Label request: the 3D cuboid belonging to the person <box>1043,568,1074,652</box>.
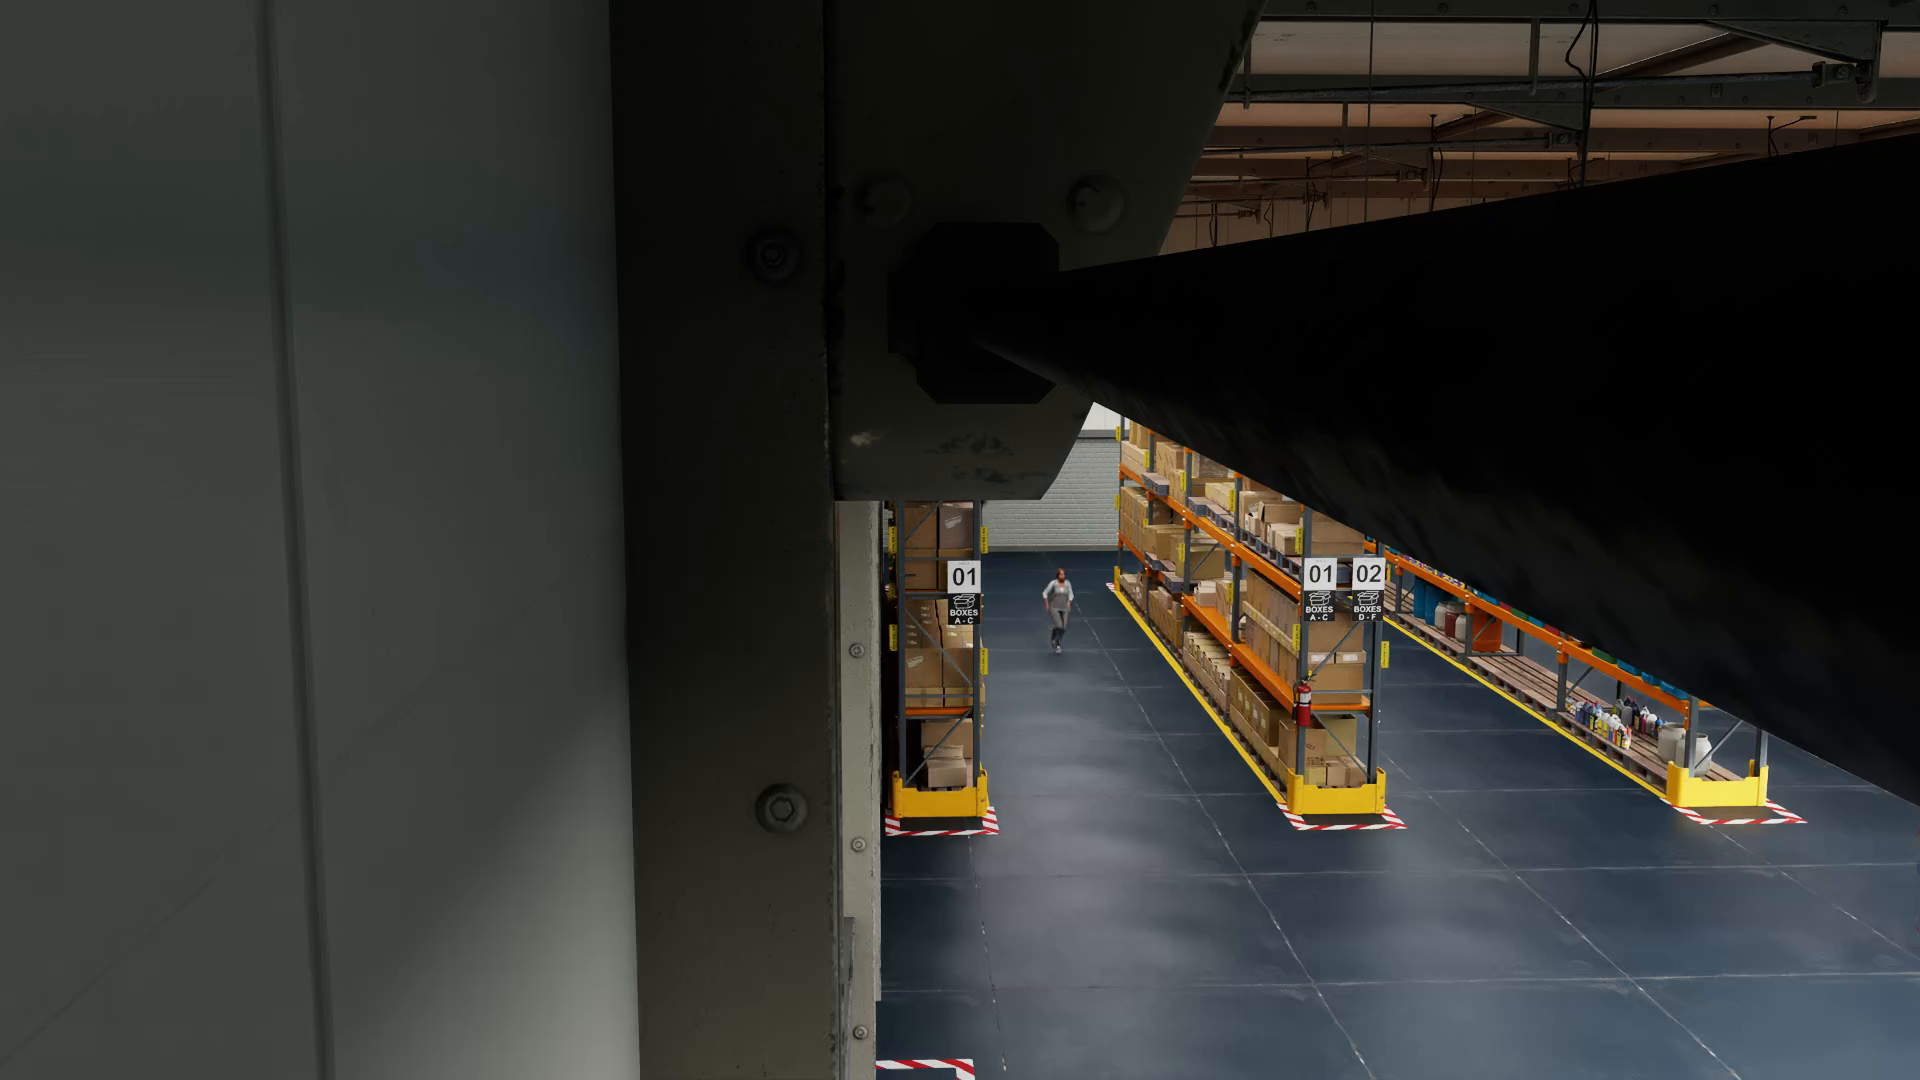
[{"bbox_3d":[1.792,1.270,29.853,0.515,1.554,0.627,-2,9,-15],"label":"person"}]
